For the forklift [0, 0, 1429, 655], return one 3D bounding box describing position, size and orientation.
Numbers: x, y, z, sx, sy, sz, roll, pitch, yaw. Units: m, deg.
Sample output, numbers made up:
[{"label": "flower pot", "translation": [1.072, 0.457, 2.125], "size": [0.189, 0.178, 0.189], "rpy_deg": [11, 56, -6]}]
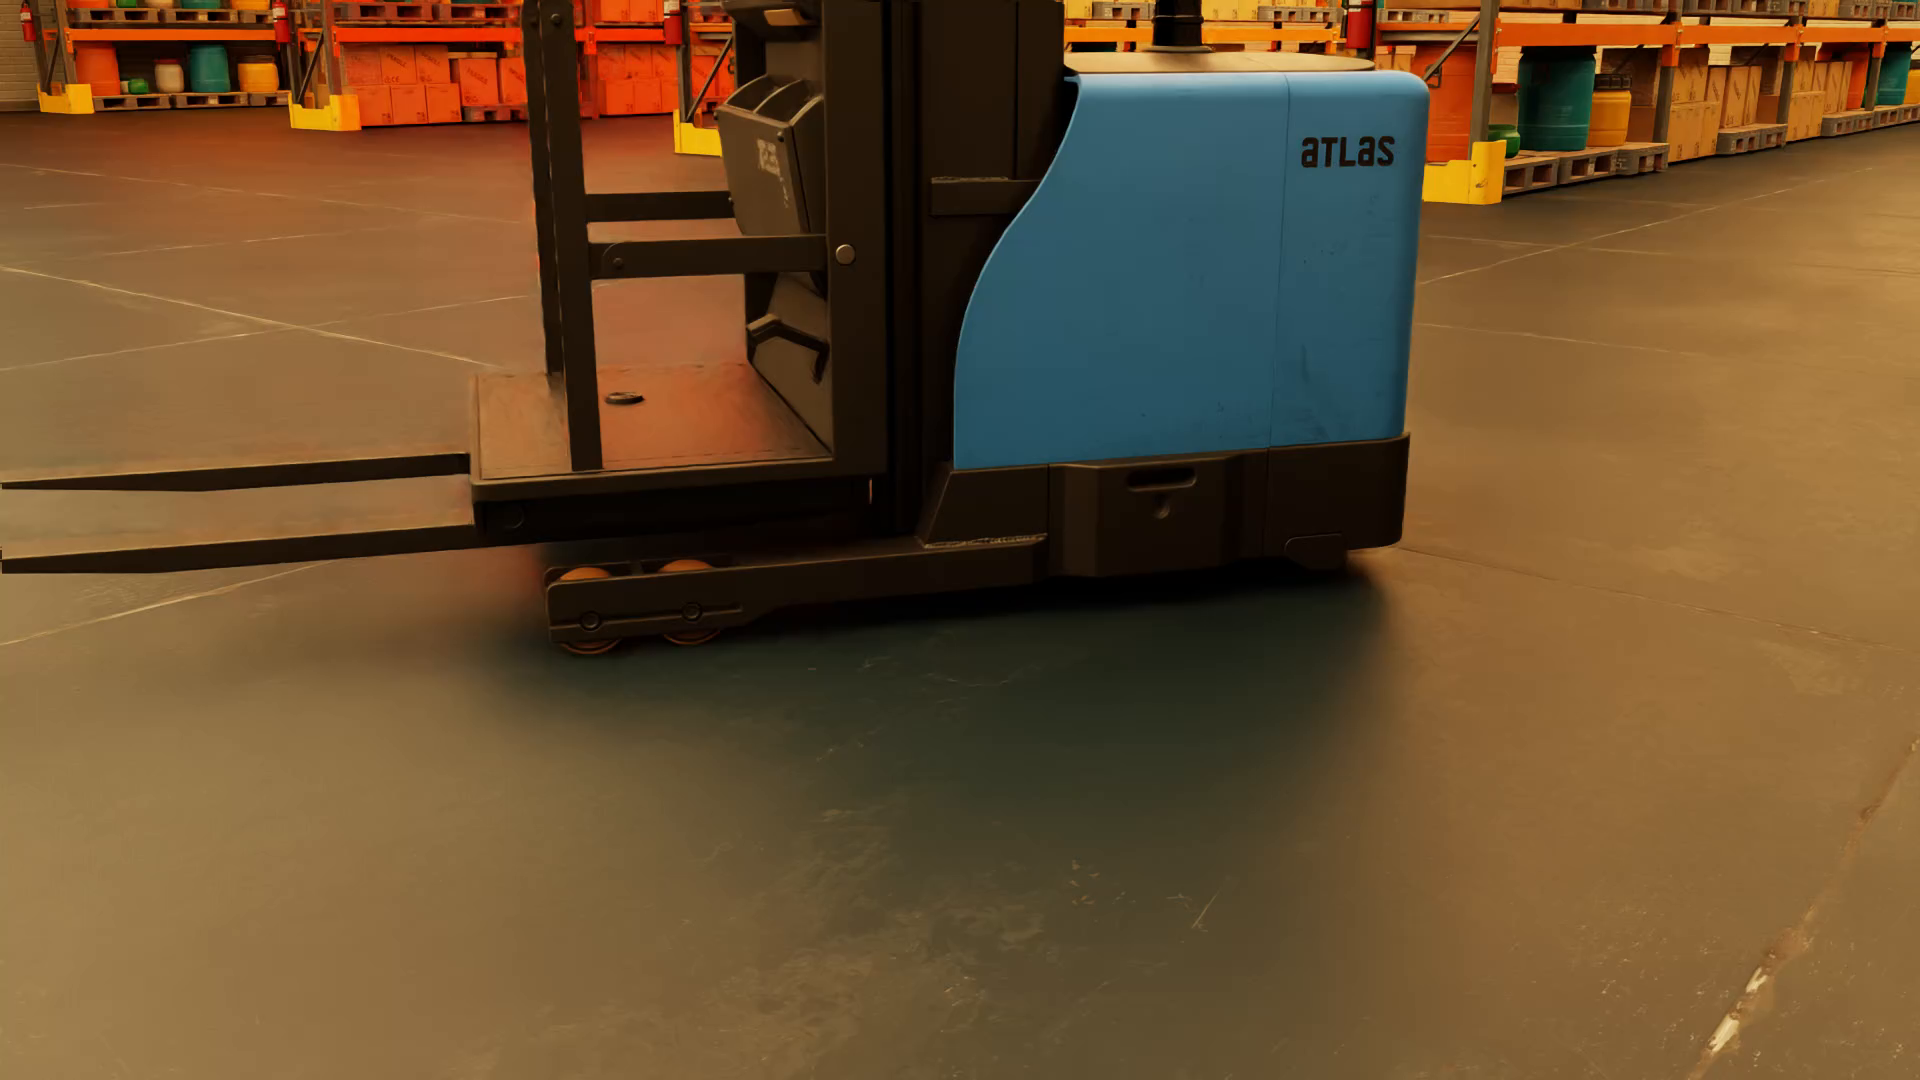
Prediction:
[{"label": "forklift", "translation": [-0.587, -1.351, 3.347], "size": [3.031, 2.935, 1.130], "rpy_deg": [-5, 18, -15]}]
